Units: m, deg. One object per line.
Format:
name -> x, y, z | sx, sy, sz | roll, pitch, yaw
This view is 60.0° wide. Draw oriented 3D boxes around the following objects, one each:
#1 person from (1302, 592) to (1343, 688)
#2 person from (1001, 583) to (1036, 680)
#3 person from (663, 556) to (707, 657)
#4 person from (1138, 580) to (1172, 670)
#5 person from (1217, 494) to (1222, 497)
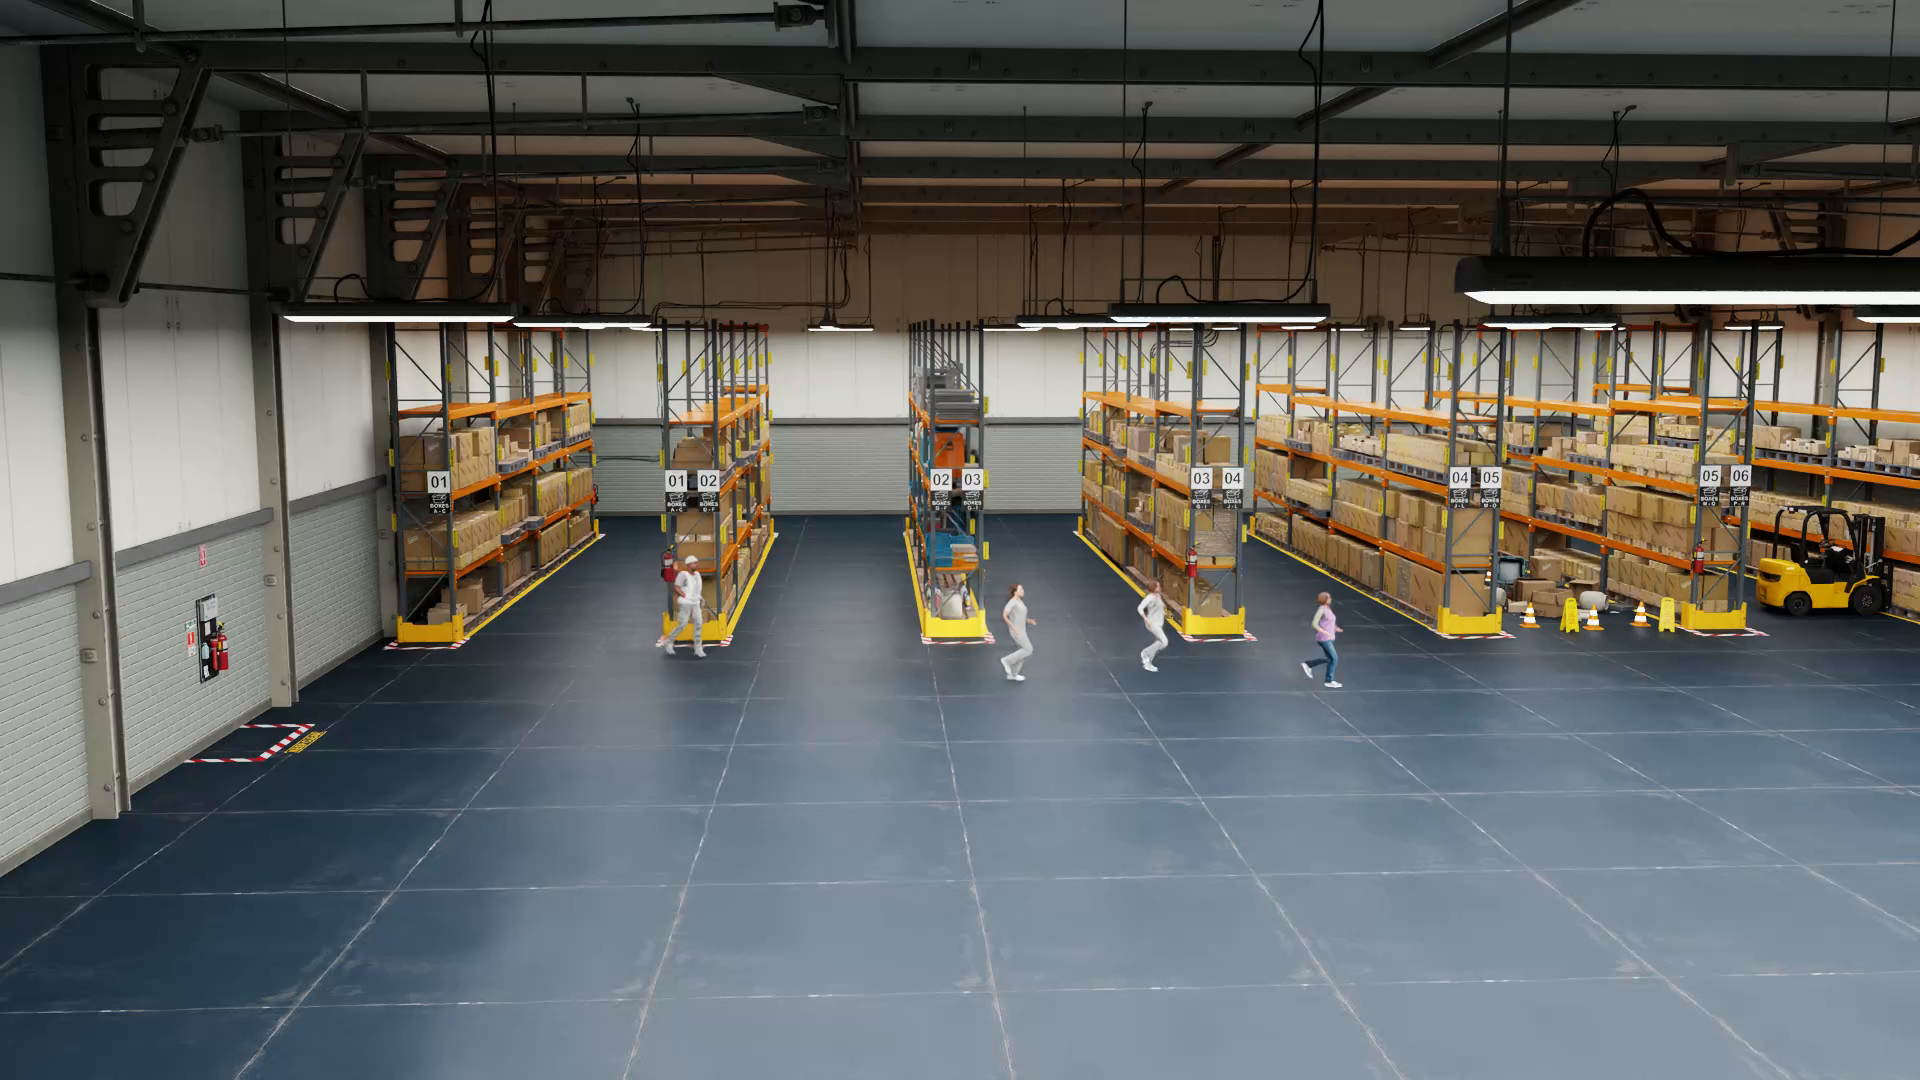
person -> 5.897, 1.614, 27.080 | 0.680, 1.553, 0.542 | 4, 8, 27
person -> 0.981, 1.519, 27.562 | 0.557, 1.627, 0.559 | 2, 7, 17
person -> -4.793, 1.166, 29.716 | 0.897, 1.768, 0.741 | 4, 8, 32
person -> 3.349, 1.459, 28.318 | 0.544, 1.562, 0.528 | 4, 8, 28
person -> 7.479, -1.070, 48.121 | 0.732, 1.697, 0.614 | 6, 9, 40
